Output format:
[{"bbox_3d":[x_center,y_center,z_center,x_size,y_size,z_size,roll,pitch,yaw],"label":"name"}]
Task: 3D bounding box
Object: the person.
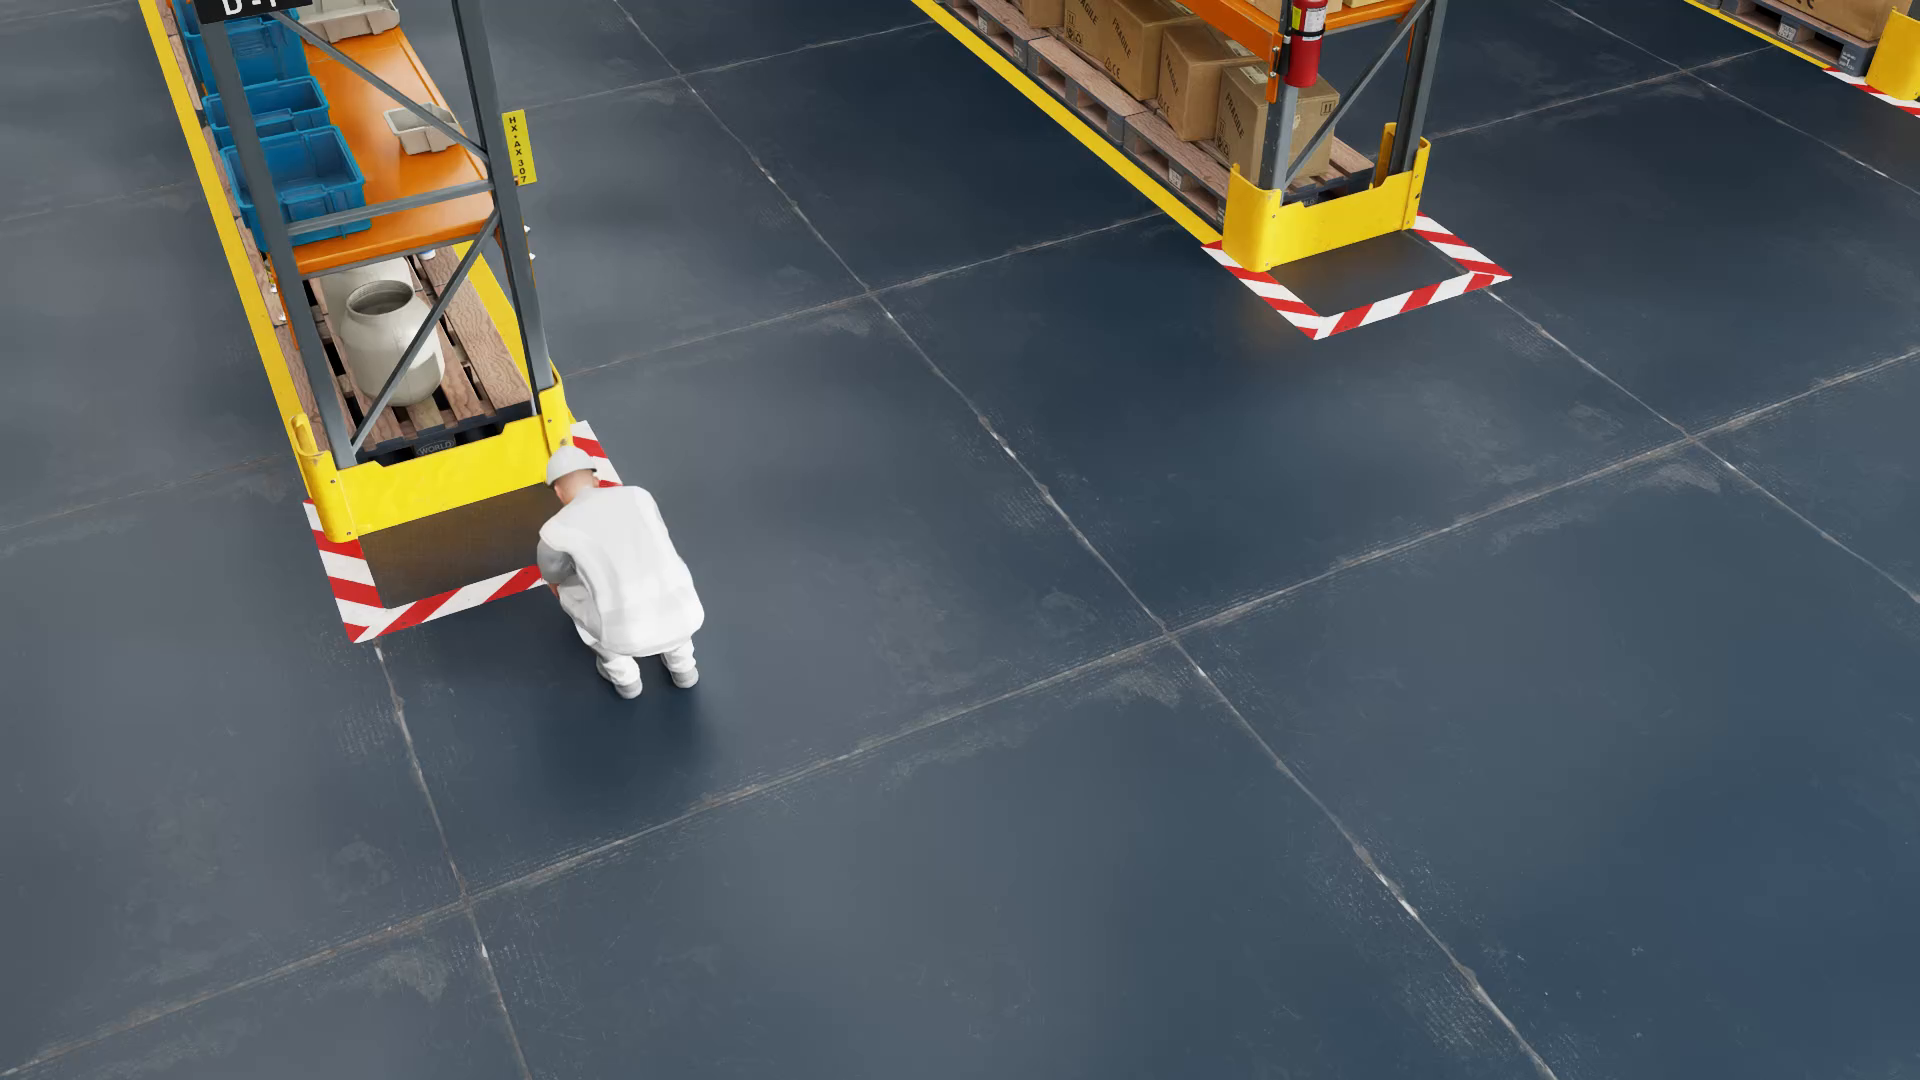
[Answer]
[{"bbox_3d":[-1.362,0.158,6.654,0.567,0.883,0.888,-19,44,-20],"label":"person"}]
